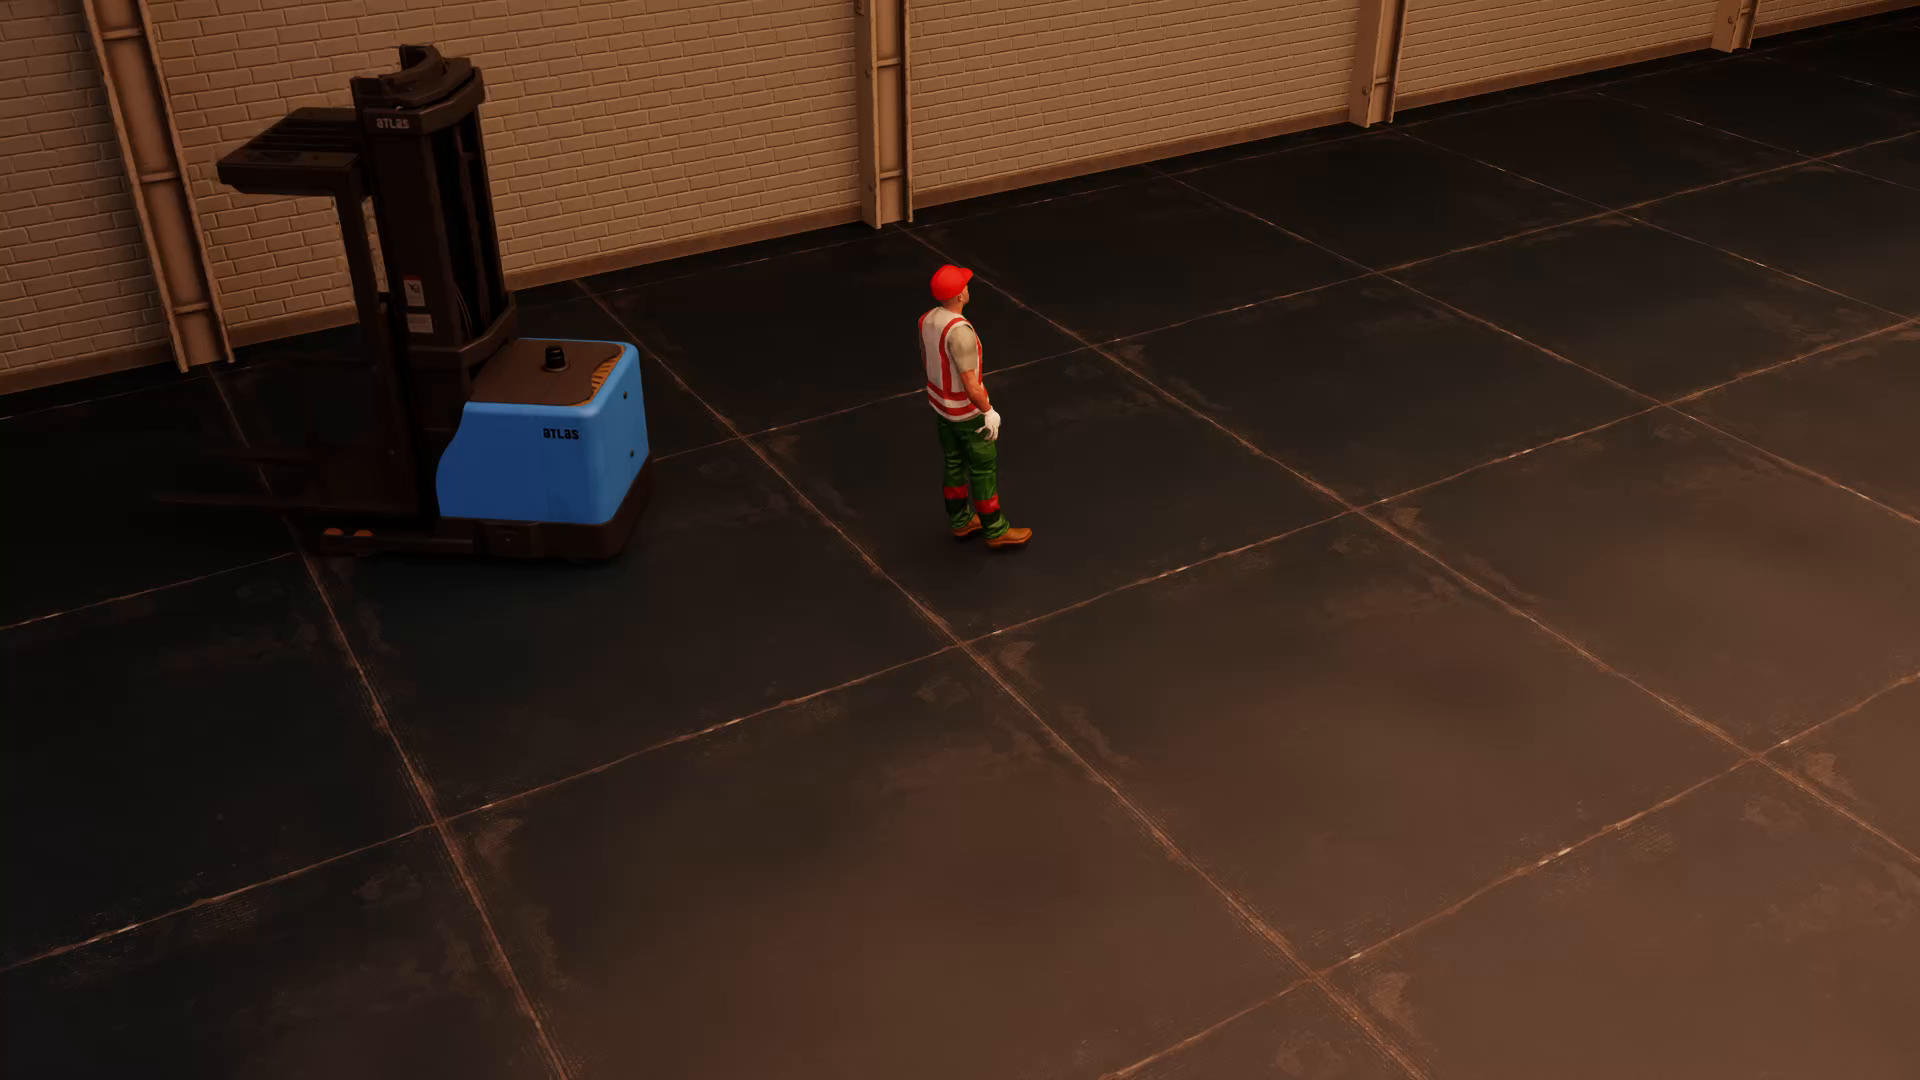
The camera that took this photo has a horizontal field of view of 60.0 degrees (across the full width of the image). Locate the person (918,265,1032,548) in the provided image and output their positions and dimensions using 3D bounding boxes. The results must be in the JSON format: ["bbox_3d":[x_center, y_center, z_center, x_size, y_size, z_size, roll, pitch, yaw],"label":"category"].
[{"bbox_3d":[0.074,-0.824,10.043,0.564,1.786,0.638,-17,35,-26],"label":"person"}]

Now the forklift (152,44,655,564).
[{"bbox_3d":[-3.564,-1.418,10.015,3.031,2.935,1.130,3,31,5],"label":"forklift"}]
